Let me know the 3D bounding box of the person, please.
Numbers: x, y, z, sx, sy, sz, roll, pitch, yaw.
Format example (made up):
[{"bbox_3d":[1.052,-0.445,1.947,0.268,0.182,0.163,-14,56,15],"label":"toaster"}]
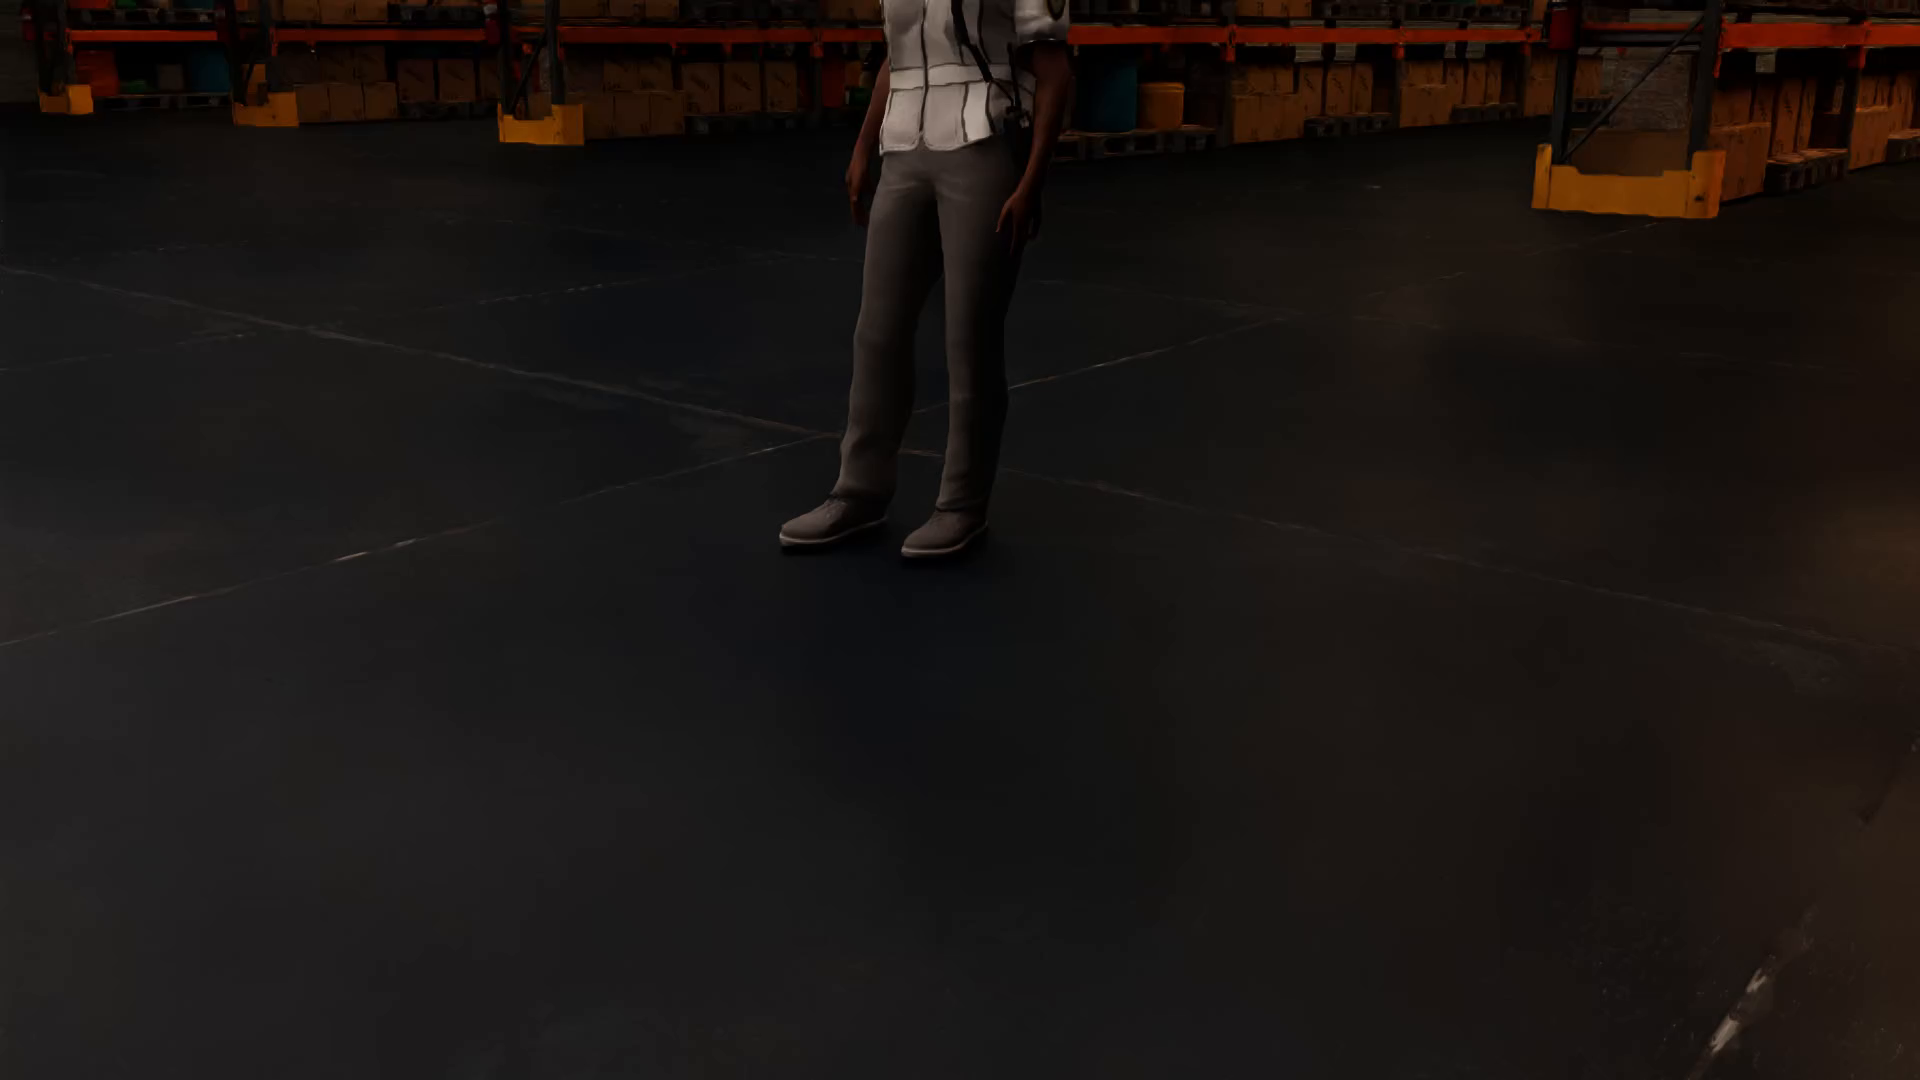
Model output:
[{"bbox_3d":[-0.063,-0.805,3.650,0.570,1.695,0.529,13,21,37],"label":"person"}]
